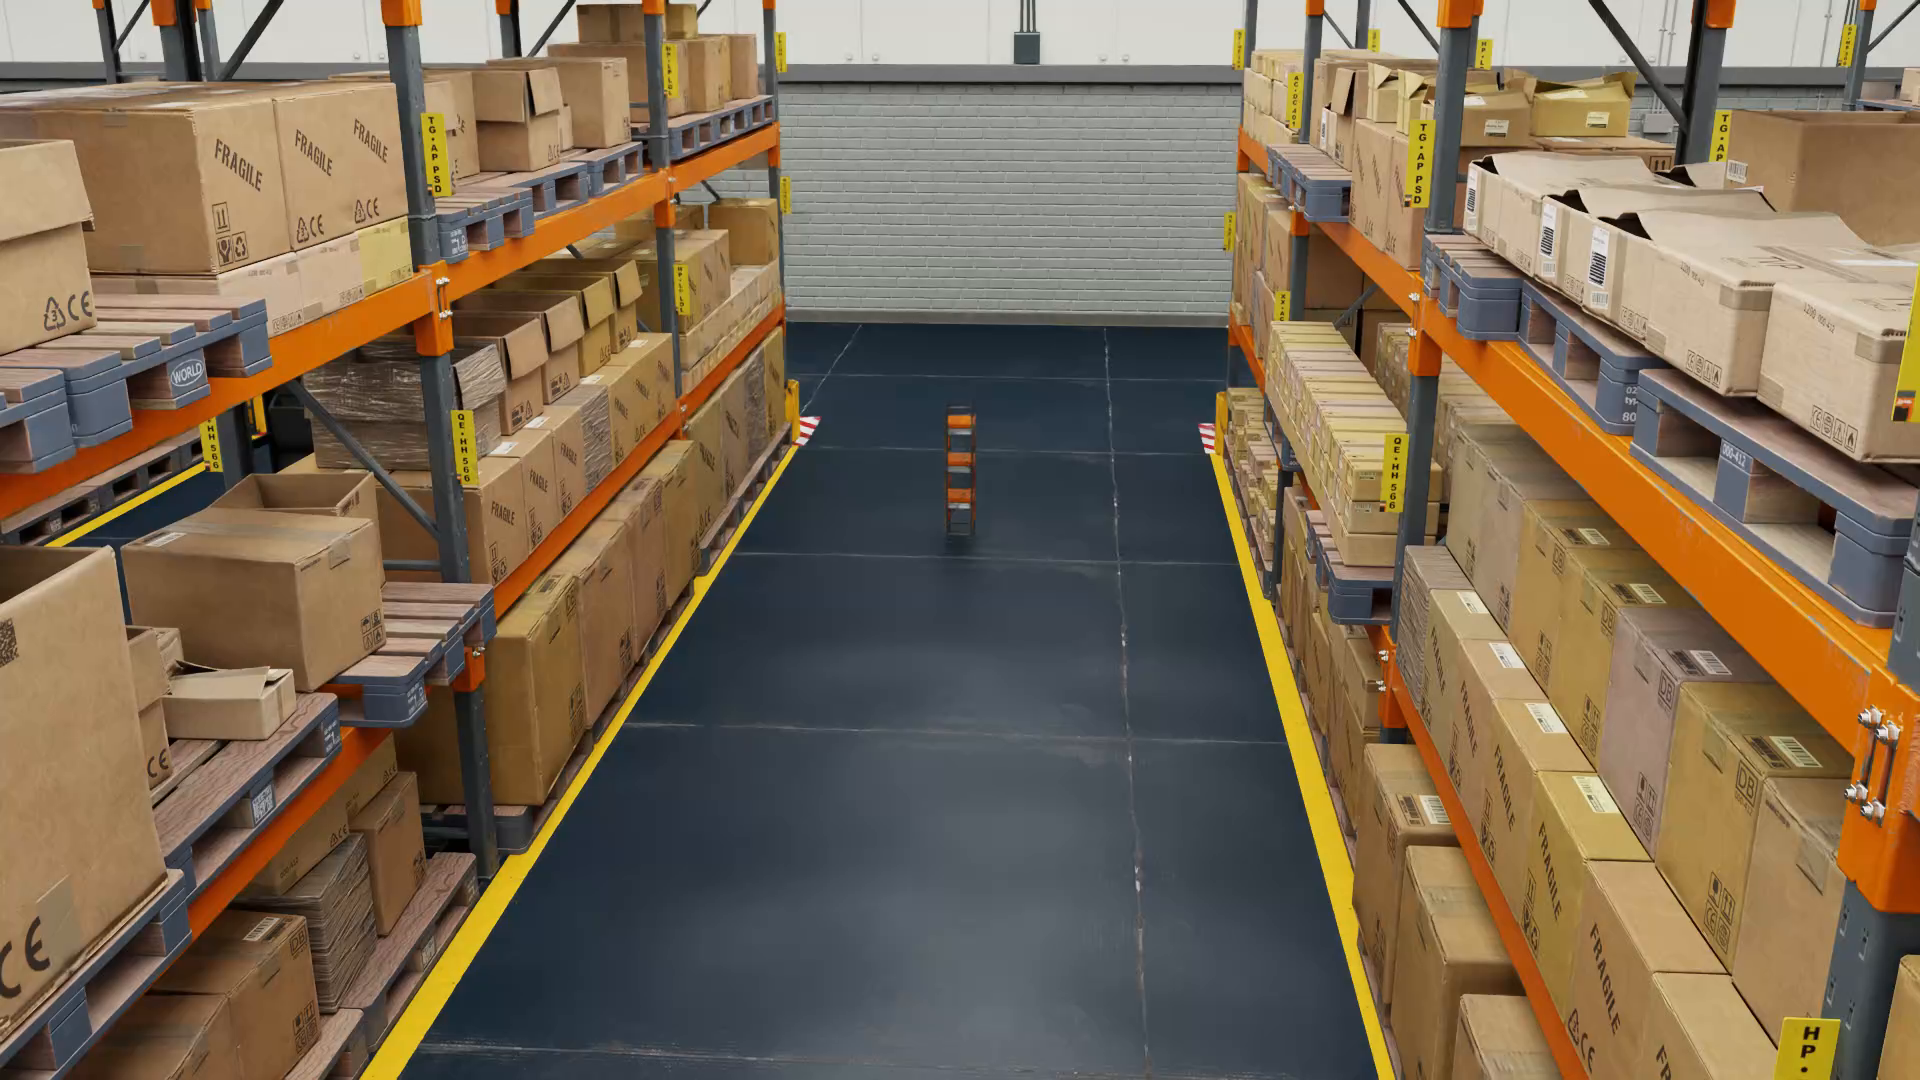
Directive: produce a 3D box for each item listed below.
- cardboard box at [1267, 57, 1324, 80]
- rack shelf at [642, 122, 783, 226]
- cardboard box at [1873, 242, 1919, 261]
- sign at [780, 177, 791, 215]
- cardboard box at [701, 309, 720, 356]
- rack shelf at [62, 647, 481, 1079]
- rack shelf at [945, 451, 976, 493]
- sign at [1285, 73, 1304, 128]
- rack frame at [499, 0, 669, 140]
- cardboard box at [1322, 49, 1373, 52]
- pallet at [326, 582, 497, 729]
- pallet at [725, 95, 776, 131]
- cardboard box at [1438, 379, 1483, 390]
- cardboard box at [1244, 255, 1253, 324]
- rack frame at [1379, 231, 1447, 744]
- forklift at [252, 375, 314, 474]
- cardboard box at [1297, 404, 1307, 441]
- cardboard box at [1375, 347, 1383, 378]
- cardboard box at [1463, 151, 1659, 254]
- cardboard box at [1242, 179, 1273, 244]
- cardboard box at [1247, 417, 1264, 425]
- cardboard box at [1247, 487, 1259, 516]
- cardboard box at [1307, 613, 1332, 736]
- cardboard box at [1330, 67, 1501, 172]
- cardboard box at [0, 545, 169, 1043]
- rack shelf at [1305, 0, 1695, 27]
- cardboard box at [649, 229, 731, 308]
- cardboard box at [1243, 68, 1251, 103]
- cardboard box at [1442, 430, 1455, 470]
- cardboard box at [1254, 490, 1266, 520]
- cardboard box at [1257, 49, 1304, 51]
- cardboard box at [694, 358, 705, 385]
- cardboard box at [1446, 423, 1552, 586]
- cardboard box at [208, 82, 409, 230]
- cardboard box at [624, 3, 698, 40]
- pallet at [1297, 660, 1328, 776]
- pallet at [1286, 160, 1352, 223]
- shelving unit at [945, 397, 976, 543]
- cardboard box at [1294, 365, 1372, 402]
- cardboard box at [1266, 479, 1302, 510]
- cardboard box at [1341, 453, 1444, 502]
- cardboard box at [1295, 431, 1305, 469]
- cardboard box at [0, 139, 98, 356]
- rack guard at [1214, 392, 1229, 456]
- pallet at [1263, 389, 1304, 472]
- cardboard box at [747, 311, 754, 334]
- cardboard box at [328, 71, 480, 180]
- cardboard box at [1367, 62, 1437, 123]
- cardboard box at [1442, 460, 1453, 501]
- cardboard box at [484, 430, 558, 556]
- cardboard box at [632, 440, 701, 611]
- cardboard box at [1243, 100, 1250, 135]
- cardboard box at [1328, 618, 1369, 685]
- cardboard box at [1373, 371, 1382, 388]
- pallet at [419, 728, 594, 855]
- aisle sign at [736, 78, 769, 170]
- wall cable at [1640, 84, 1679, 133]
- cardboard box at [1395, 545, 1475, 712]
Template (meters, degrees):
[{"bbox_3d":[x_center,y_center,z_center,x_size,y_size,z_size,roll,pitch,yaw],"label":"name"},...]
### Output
[{"bbox_3d":[2.393,-3.354,11.821,0.380,0.149,0.250,1,18,3],"label":"cardboard box"},{"bbox_3d":[-2.218,-2.835,12.595,1.077,0.370,4.000,1,18,4],"label":"rack shelf"},{"bbox_3d":[2.350,-0.688,4.270,0.396,0.266,0.258,1,18,4],"label":"cardboard box"},{"bbox_3d":[-1.534,-3.019,14.578,0.100,0.325,0.005,1,18,4],"label":"sign"},{"bbox_3d":[-2.026,-1.494,11.930,0.500,0.250,0.500,1,18,4],"label":"cardboard box"},{"bbox_3d":[-2.792,1.075,5.479,1.077,0.370,4.000,1,18,4],"label":"rack shelf"},{"bbox_3d":[0.004,-0.505,12.314,0.215,0.259,0.240,1,18,4],"label":"rack shelf"},{"bbox_3d":[2.037,-2.669,10.103,0.100,0.325,0.005,1,18,4],"label":"sign"},{"bbox_3d":[-2.361,-3.981,10.120,1.000,3.000,0.127,1,18,4],"label":"rack frame"},{"bbox_3d":[3.134,-3.902,13.493,0.380,0.149,0.250,1,18,3],"label":"cardboard box"},{"bbox_3d":[-2.593,0.427,6.610,1.213,0.211,1.003,1,18,4],"label":"pallet"},{"bbox_3d":[-2.117,-3.525,13.688,1.003,0.211,1.213,1,18,4],"label":"pallet"},{"bbox_3d":[2.632,-0.733,8.617,0.380,0.149,0.250,1,18,3],"label":"cardboard box"},{"bbox_3d":[2.497,-1.967,12.971,0.500,0.500,0.500,2,18,5],"label":"cardboard box"},{"bbox_3d":[2.292,0.254,6.829,1.000,3.000,0.127,1,18,4],"label":"rack frame"},{"bbox_3d":[-4.649,-1.372,11.905,1.130,2.935,3.031,2,18,7],"label":"forklift"},{"bbox_3d":[1.981,-0.612,8.723,0.380,0.149,0.250,1,18,3],"label":"cardboard box"},{"bbox_3d":[2.747,-1.081,10.157,0.380,0.149,0.250,2,18,6],"label":"cardboard box"},{"bbox_3d":[2.020,-1.156,5.624,0.500,0.311,0.500,1,18,4],"label":"cardboard box"},{"bbox_3d":[2.538,-2.604,13.308,0.500,0.500,0.500,2,18,6],"label":"cardboard box"},{"bbox_3d":[2.479,-0.874,13.222,0.380,0.149,0.250,2,18,6],"label":"cardboard box"},{"bbox_3d":[2.341,-0.284,12.375,0.380,0.149,0.250,1,18,4],"label":"cardboard box"},{"bbox_3d":[2.141,0.707,8.789,0.500,0.500,0.500,0,18,1],"label":"cardboard box"},{"bbox_3d":[2.337,-2.185,8.617,0.797,0.503,0.637,1,18,3],"label":"cardboard box"},{"bbox_3d":[-2.738,0.626,4.056,1.000,1.000,1.000,1,18,4],"label":"cardboard box"},{"bbox_3d":[2.435,-2.686,7.965,1.077,0.370,4.000,1,18,4],"label":"rack shelf"},{"bbox_3d":[-1.996,-2.014,12.311,0.500,0.500,0.500,1,18,2],"label":"cardboard box"},{"bbox_3d":[2.574,-3.688,13.483,0.500,0.250,0.500,2,18,5],"label":"cardboard box"},{"bbox_3d":[2.596,-0.436,8.187,0.380,0.149,0.250,1,18,4],"label":"cardboard box"},{"bbox_3d":[2.293,-0.247,11.786,0.380,0.149,0.250,1,18,2],"label":"cardboard box"},{"bbox_3d":[2.615,-3.916,13.537,0.380,0.149,0.250,1,18,3],"label":"cardboard box"},{"bbox_3d":[-1.990,-1.177,11.600,0.380,0.149,0.250,1,18,2],"label":"cardboard box"},{"bbox_3d":[2.250,-0.129,6.233,0.700,0.500,0.500,1,18,4],"label":"cardboard box"},{"bbox_3d":[-2.433,-1.444,6.233,0.500,0.500,0.500,2,18,5],"label":"cardboard box"},{"bbox_3d":[-2.230,-3.822,12.251,0.500,0.250,0.500,1,18,2],"label":"cardboard box"},{"bbox_3d":[2.439,0.959,9.157,1.003,0.211,1.213,1,18,4],"label":"pallet"},{"bbox_3d":[2.357,-1.813,8.622,1.213,0.211,1.003,1,18,4],"label":"pallet"},{"bbox_3d":[0.004,-0.516,12.310,0.215,1.050,0.252,1,18,4],"label":"shelving unit"},{"bbox_3d":[2.000,-0.837,8.934,0.380,0.149,0.250,2,18,6],"label":"cardboard box"},{"bbox_3d":[2.323,-0.312,11.506,0.380,0.149,0.250,2,18,5],"label":"cardboard box"},{"bbox_3d":[1.870,-0.271,7.206,0.380,0.149,0.250,1,18,2],"label":"cardboard box"},{"bbox_3d":[1.982,-0.472,8.776,0.380,0.149,0.250,0,18,1],"label":"cardboard box"},{"bbox_3d":[-2.736,-0.756,4.255,0.797,0.503,0.637,2,18,6],"label":"cardboard box"},{"bbox_3d":[2.860,-1.019,14.729,1.175,0.500,0.348,1,18,4],"label":"rack guard"},{"bbox_3d":[2.379,-0.663,9.936,1.003,0.211,1.213,1,18,4],"label":"pallet"},{"bbox_3d":[-1.862,-1.737,13.311,0.380,0.149,0.250,1,18,4],"label":"cardboard box"},{"bbox_3d":[-2.702,-2.021,8.122,0.500,0.500,0.500,2,18,7],"label":"cardboard box"},{"bbox_3d":[2.133,-2.114,7.849,0.396,0.266,0.258,1,18,4],"label":"cardboard box"},{"bbox_3d":[2.598,-0.294,8.232,0.380,0.149,0.250,2,18,6],"label":"cardboard box"},{"bbox_3d":[-2.307,-0.240,8.178,0.500,0.500,0.500,1,18,2],"label":"cardboard box"},{"bbox_3d":[-2.387,-0.121,10.712,1.225,0.875,0.875,1,18,4],"label":"cardboard box"},{"bbox_3d":[2.578,-3.451,13.560,0.500,0.250,0.500,2,18,6],"label":"cardboard box"},{"bbox_3d":[2.105,0.511,8.182,0.500,0.250,0.500,2,18,5],"label":"cardboard box"},{"bbox_3d":[2.747,-0.940,10.204,0.380,0.149,0.250,1,18,3],"label":"cardboard box"},{"bbox_3d":[-2.517,1.194,8.439,1.003,0.211,1.213,1,18,4],"label":"pallet"},{"bbox_3d":[-1.770,-3.623,14.489,0.394,0.787,0.004,1,18,4],"label":"aisle sign"},{"bbox_3d":[8.191,-4.401,19.354,0.585,1.953,0.123,1,18,4],"label":"wall cable"},{"bbox_3d":[1.990,0.340,6.407,0.500,0.500,0.500,1,18,5],"label":"cardboard box"}]
